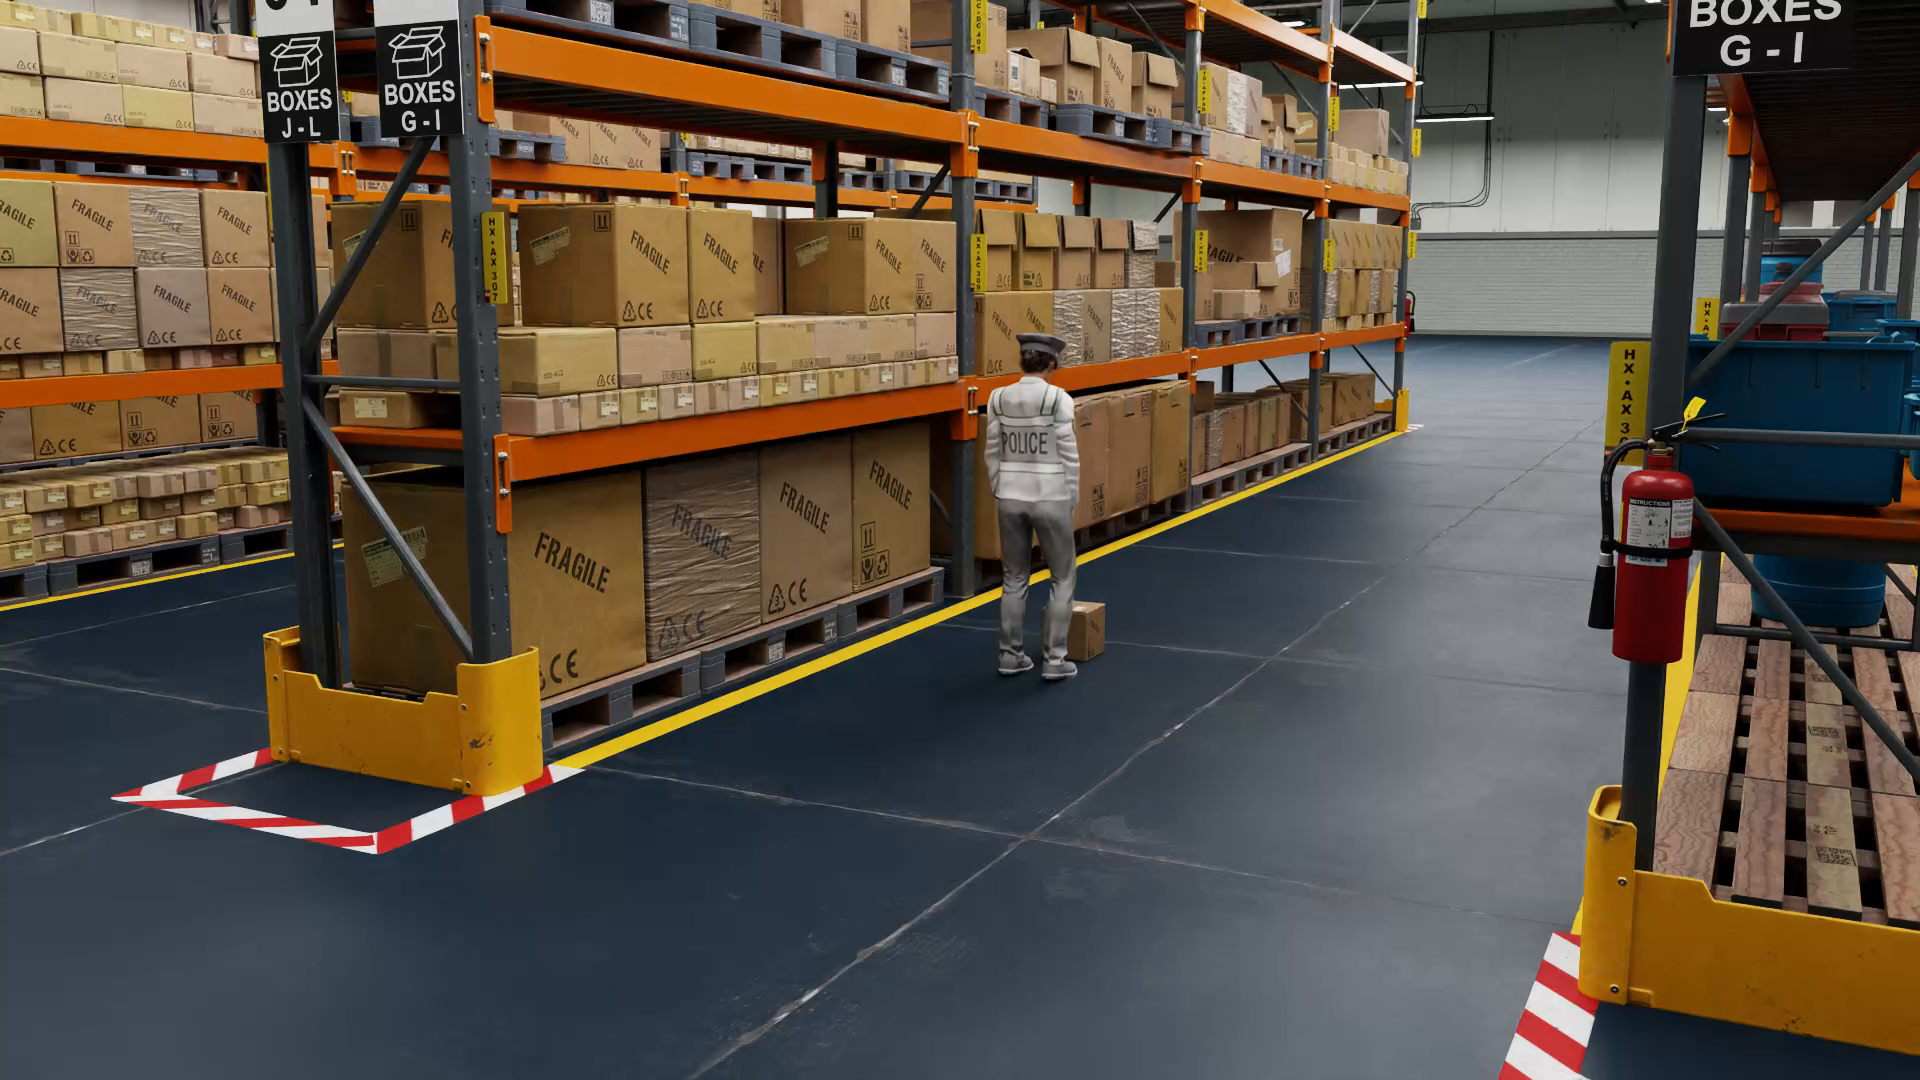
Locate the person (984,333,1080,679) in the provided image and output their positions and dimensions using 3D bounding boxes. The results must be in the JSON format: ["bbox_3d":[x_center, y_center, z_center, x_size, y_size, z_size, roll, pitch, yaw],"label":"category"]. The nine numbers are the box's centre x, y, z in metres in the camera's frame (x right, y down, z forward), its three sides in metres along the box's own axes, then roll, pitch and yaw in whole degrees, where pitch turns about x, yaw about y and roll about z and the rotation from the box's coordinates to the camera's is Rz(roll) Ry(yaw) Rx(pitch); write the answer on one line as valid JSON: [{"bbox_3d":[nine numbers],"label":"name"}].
[{"bbox_3d":[0.349,-0.159,7.949,0.488,1.648,0.391,5,10,27],"label":"person"}]
